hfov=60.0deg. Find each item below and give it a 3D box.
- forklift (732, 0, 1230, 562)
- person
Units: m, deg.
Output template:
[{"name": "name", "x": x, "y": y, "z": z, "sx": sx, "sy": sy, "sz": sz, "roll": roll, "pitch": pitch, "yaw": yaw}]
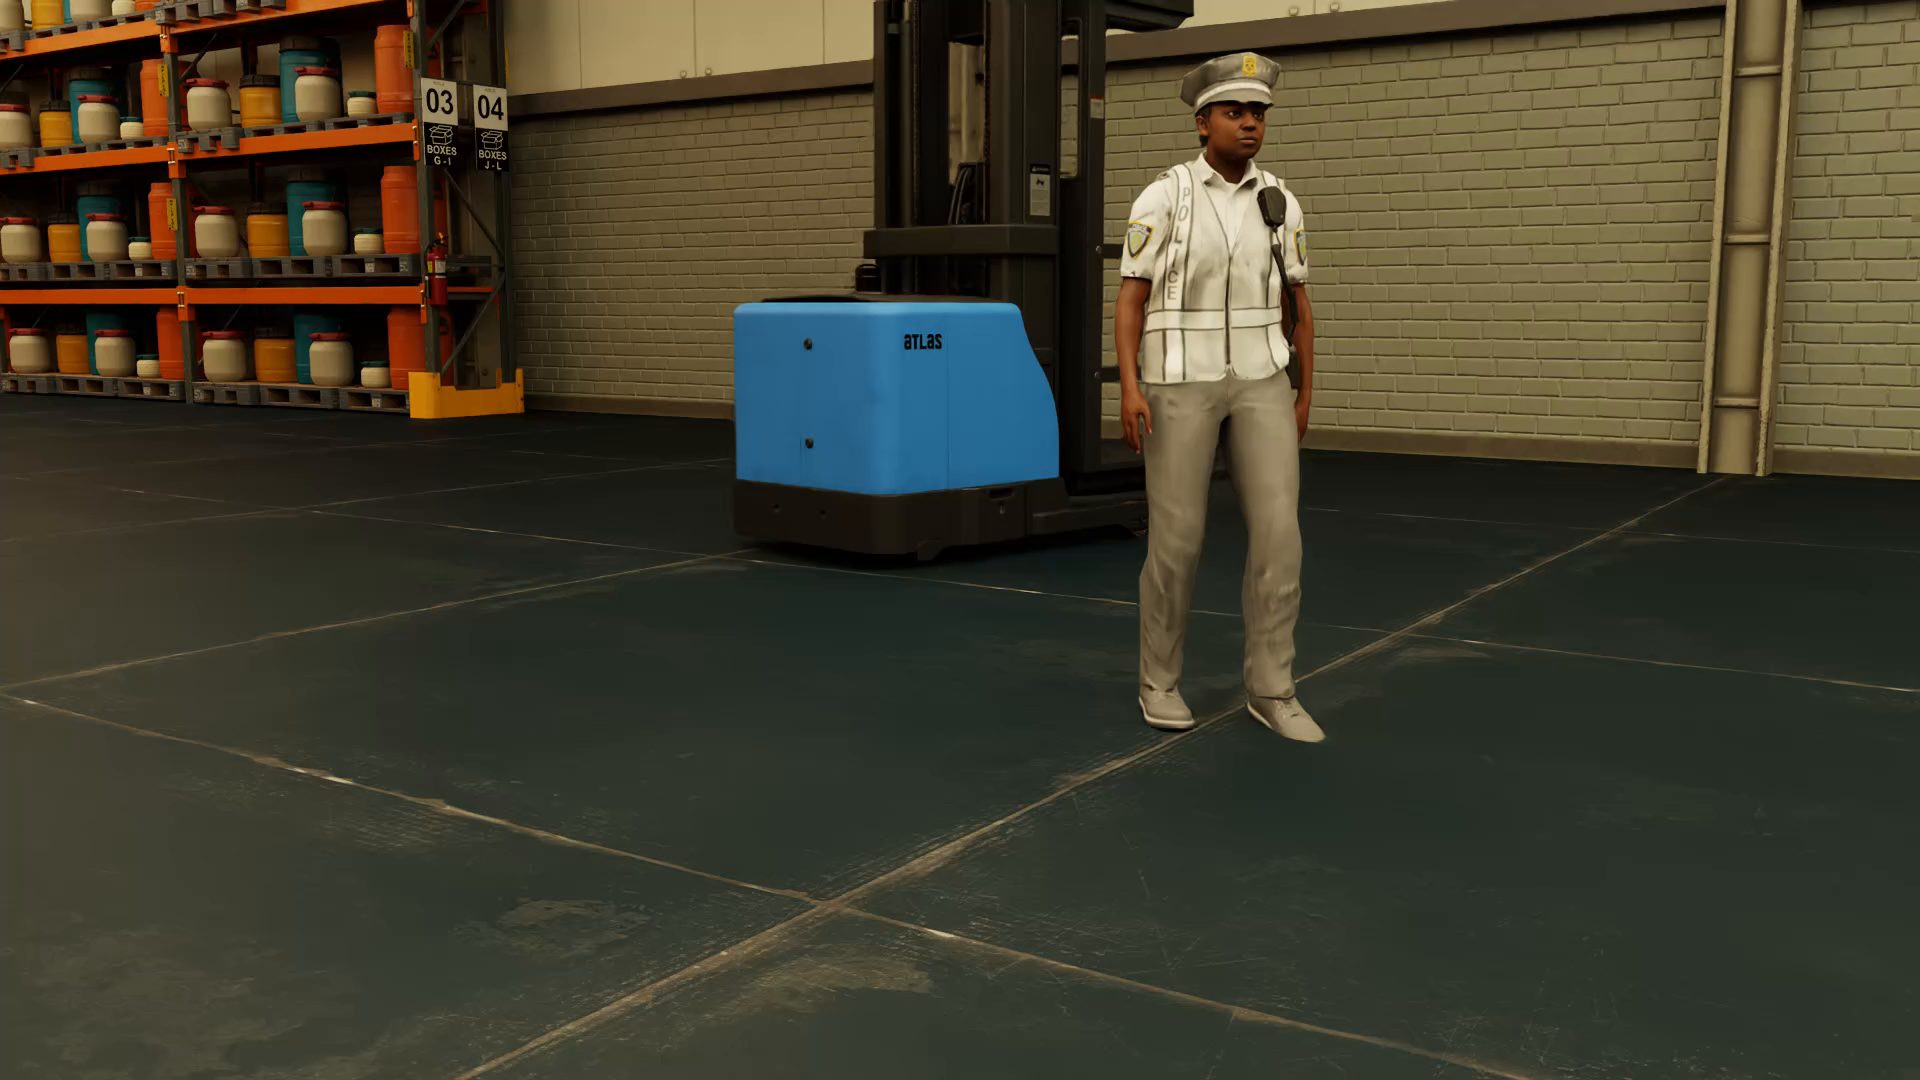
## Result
[{"name": "forklift", "x": 0.391, "y": -1.516, "z": 7.852, "sx": 1.130, "sy": 2.935, "sz": 3.031, "roll": 8, "pitch": 11, "yaw": 44}, {"name": "person", "x": 0.664, "y": -0.345, "z": 4.191, "sx": 0.530, "sy": 1.716, "sz": 0.470, "roll": -1, "pitch": 8, "yaw": -7}]
